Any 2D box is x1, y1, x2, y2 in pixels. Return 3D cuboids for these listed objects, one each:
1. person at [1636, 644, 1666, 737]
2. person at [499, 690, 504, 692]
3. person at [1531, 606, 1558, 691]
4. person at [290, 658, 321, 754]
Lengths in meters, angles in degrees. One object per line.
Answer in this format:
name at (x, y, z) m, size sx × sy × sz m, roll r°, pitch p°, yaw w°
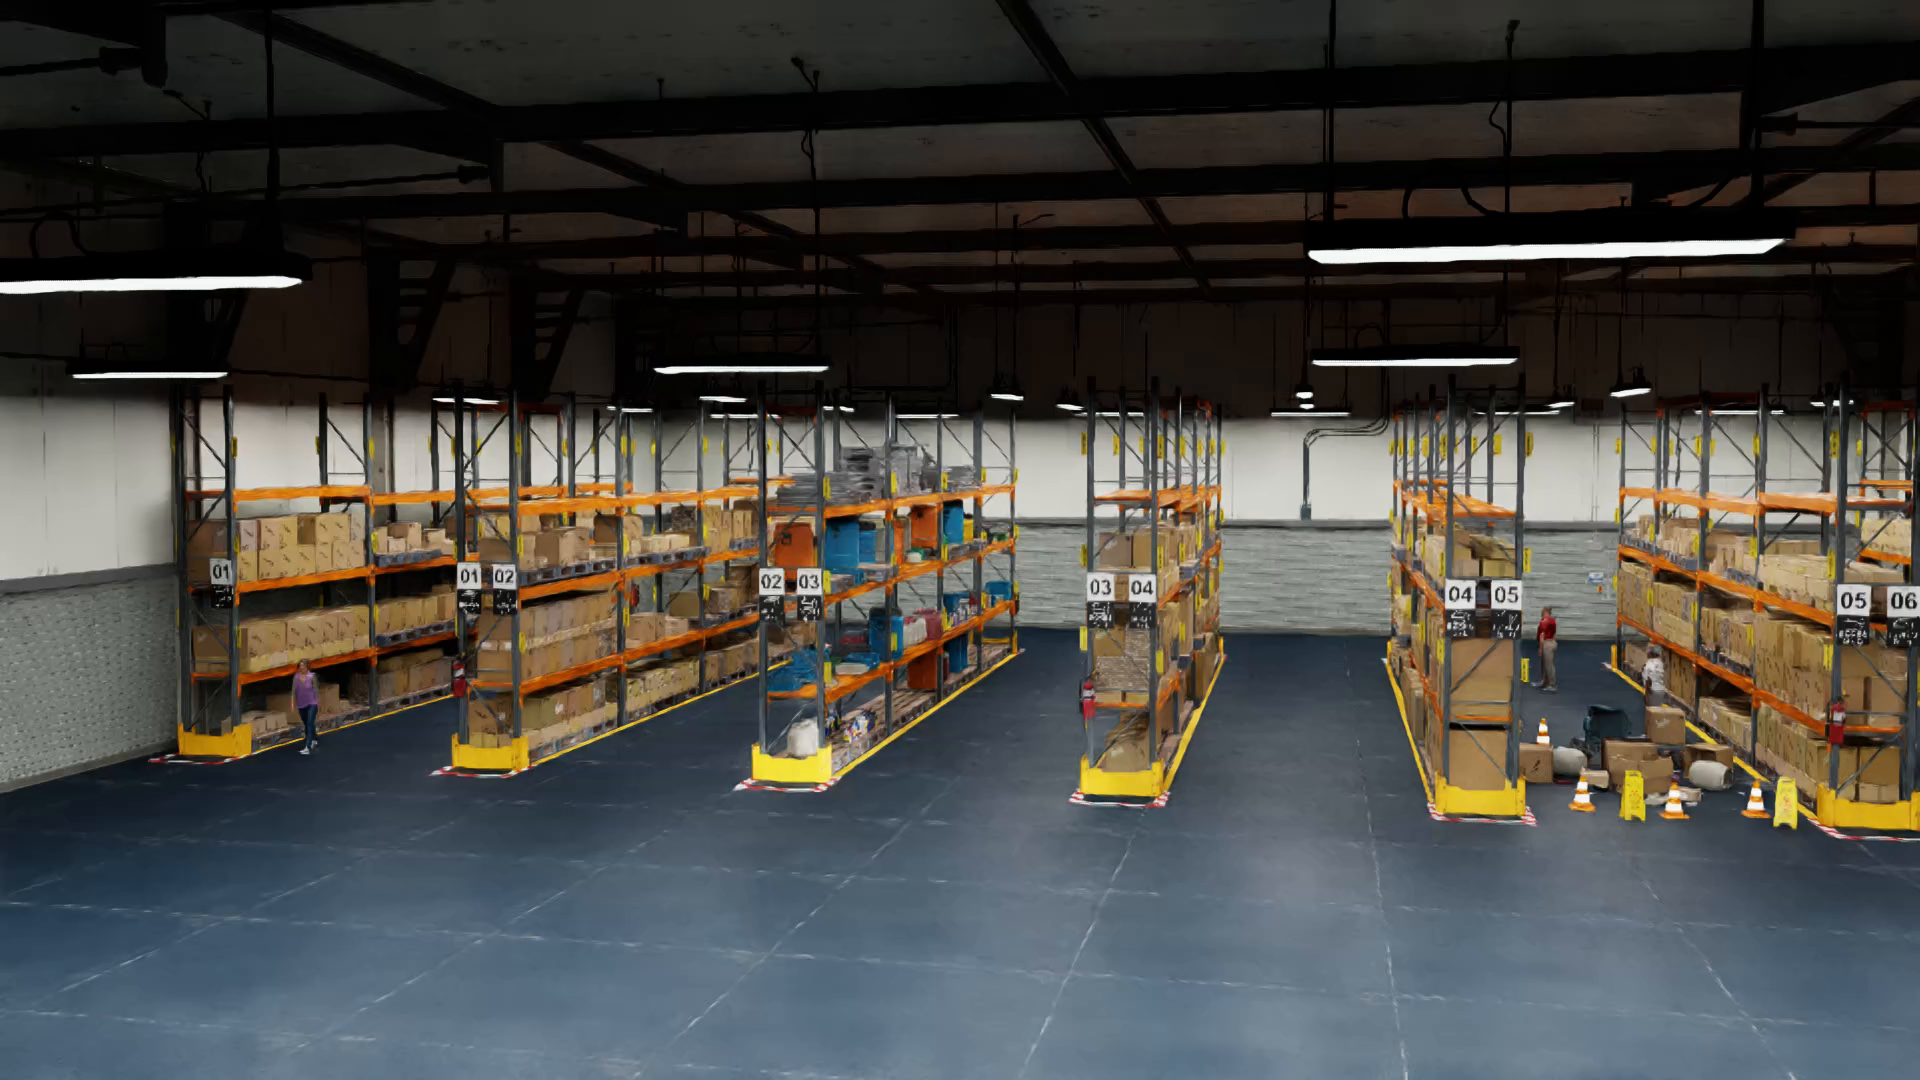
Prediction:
person at (11.677, 2.585, 28.058) m, size 0.558 × 1.663 × 0.572 m, roll 2°, pitch 4°, yaw 38°
person at (-8.312, 2.502, 30.285) m, size 0.497 × 1.583 × 1.090 m, roll 1°, pitch 3°, yaw 14°
person at (12.057, 2.209, 34.270) m, size 0.591 × 1.719 × 0.669 m, roll 2°, pitch 4°, yaw 36°
person at (-10.722, 2.696, 27.252) m, size 0.412 × 1.533 × 0.955 m, roll 0°, pitch 3°, yaw 4°
